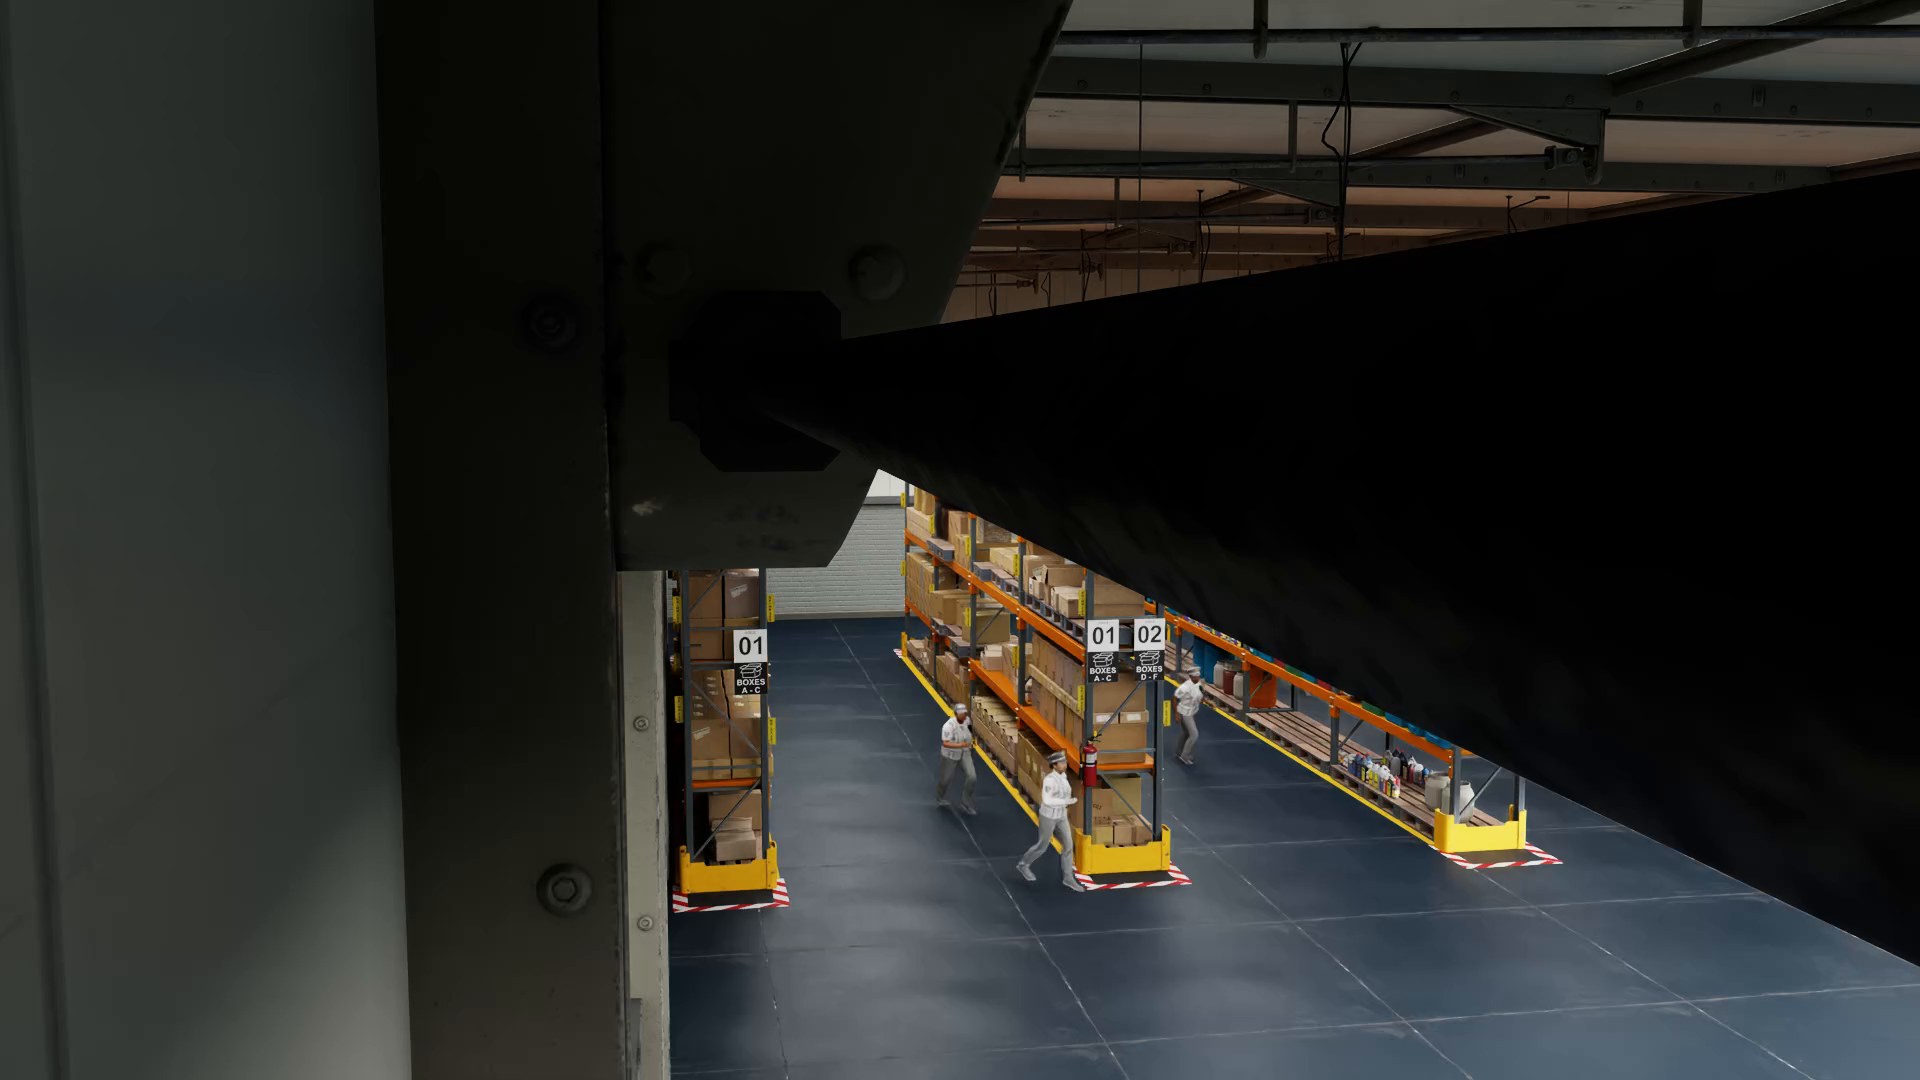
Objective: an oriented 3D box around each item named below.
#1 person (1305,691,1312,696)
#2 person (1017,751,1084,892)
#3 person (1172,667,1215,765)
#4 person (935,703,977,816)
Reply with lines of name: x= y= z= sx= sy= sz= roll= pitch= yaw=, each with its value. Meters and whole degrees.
person: x=6.770 y=2.223 z=32.197 sx=0.667 sy=1.572 sz=0.998 roll=0 pitch=6 yaw=-3
person: x=1.111 y=3.386 z=20.235 sx=0.890 sy=1.710 sz=0.604 roll=4 pitch=7 yaw=36
person: x=3.719 y=2.813 z=26.650 sx=0.802 sy=1.644 sz=0.621 roll=4 pitch=7 yaw=36
person: x=-0.044 y=3.092 z=23.620 sx=0.606 sy=1.640 sz=0.952 roll=-3 pitch=7 yaw=-26
